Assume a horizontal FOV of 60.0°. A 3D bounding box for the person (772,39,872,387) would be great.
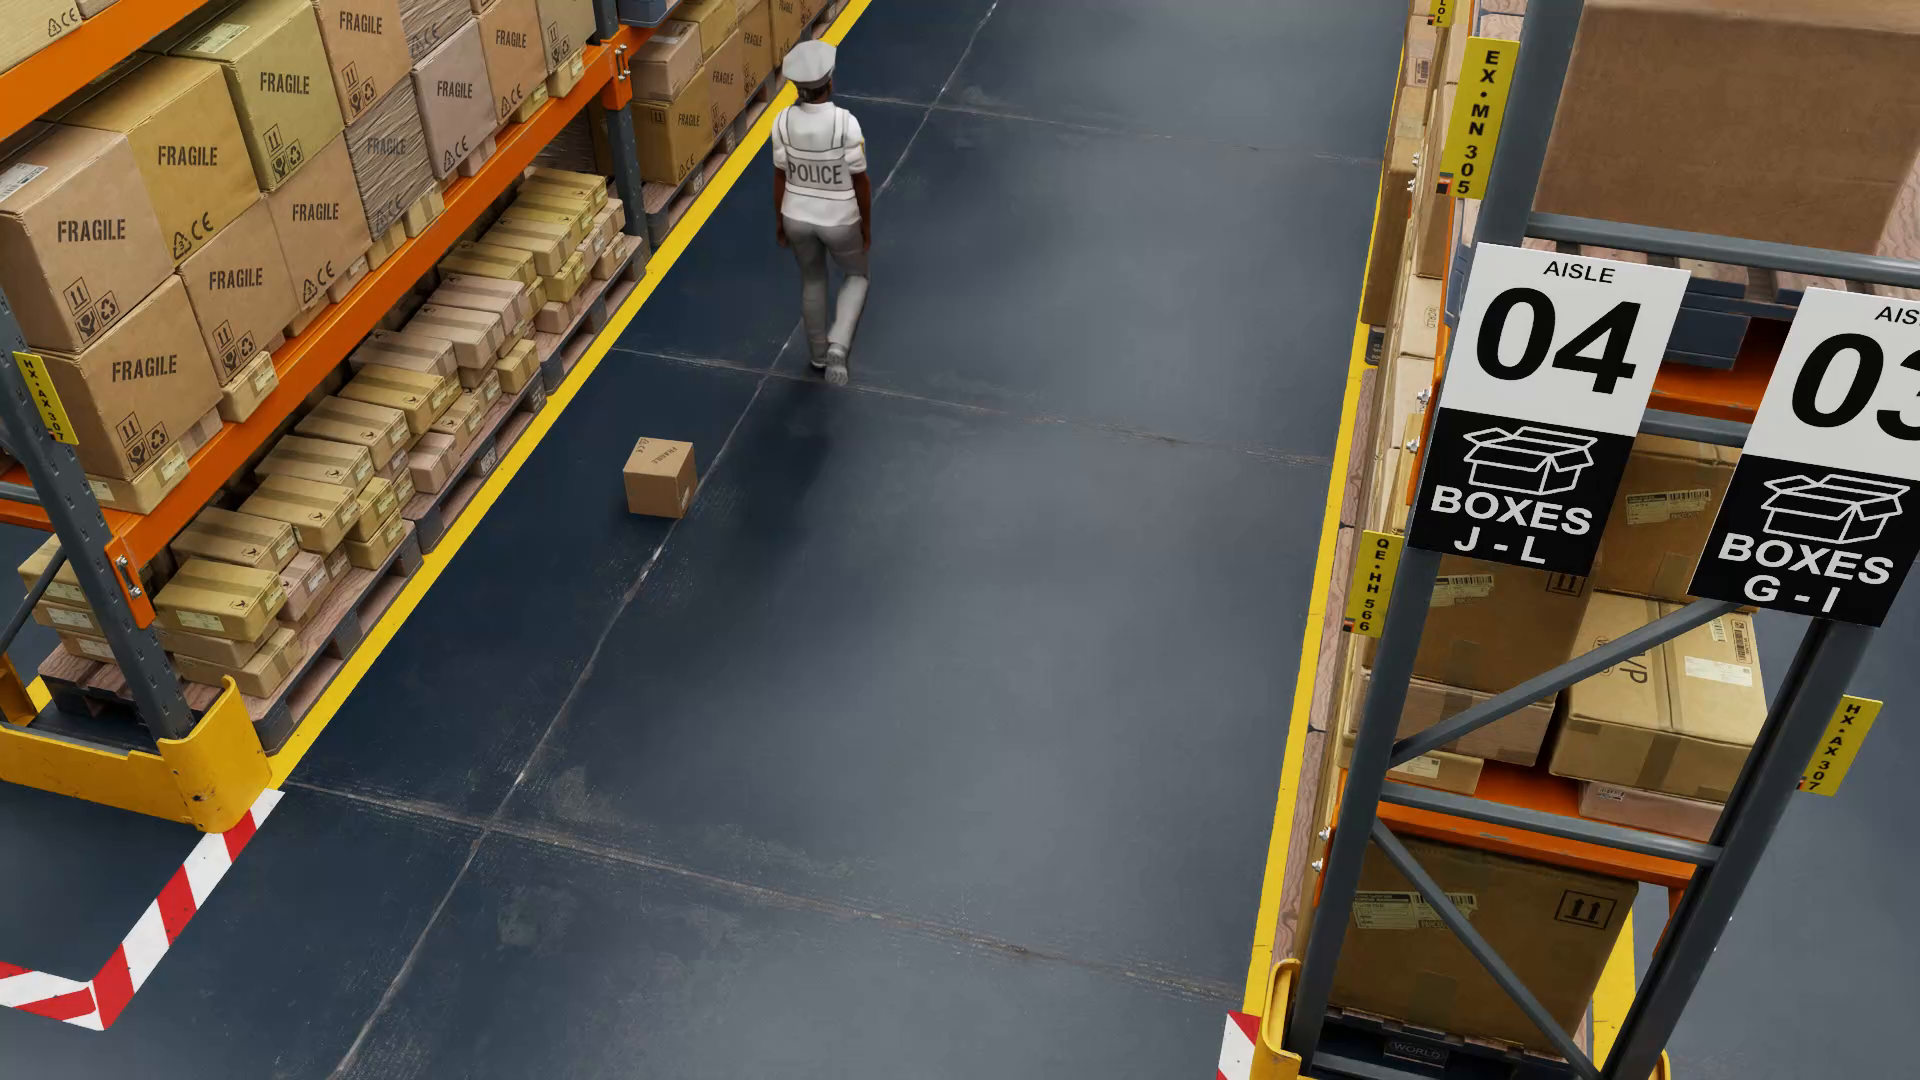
[{"bbox_3d":[-0.656,-1.486,7.808,0.478,1.669,0.551,7,42,7],"label":"person"}]
